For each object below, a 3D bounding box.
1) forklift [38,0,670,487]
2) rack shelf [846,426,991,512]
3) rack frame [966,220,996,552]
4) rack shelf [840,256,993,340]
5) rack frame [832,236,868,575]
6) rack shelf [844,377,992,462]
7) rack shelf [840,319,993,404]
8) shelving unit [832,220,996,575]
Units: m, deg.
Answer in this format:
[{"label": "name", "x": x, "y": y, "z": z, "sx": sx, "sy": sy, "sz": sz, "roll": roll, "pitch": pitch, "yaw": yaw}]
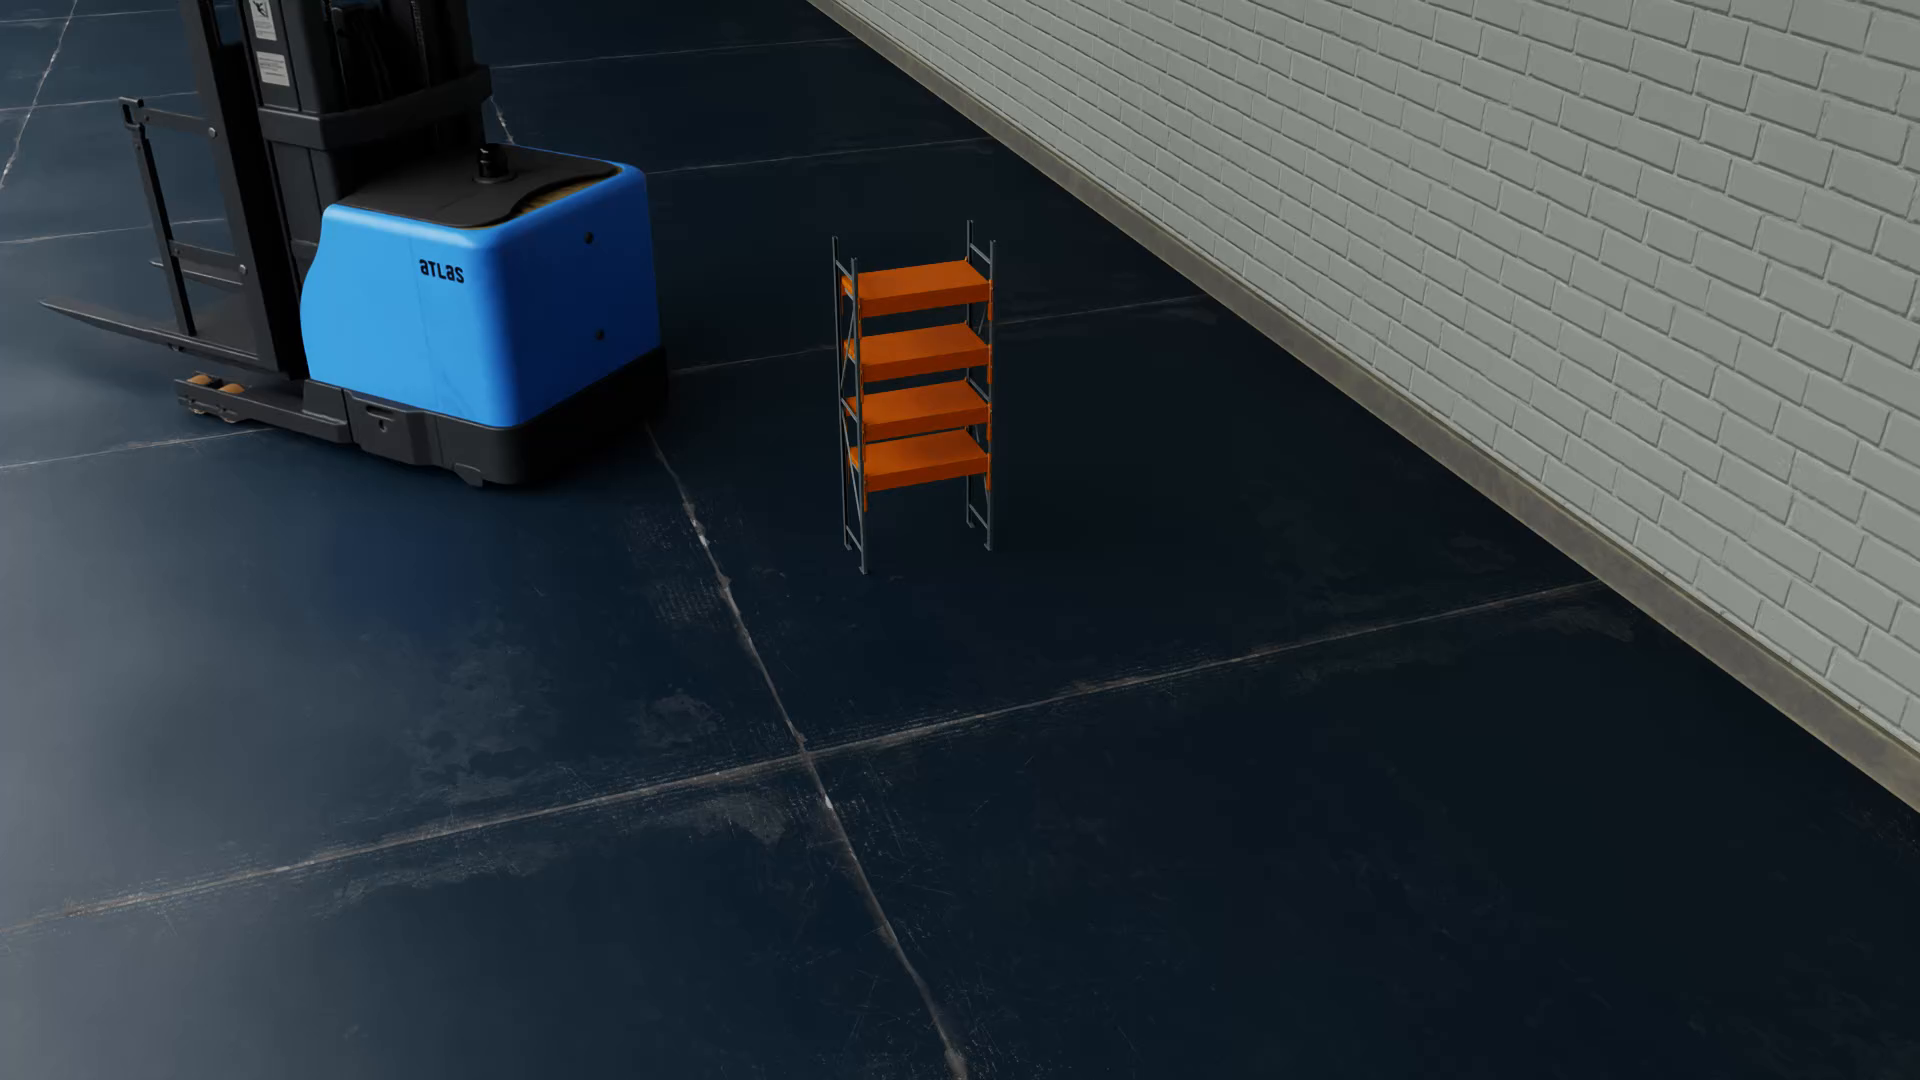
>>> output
[{"label": "forklift", "x": -2.806, "y": -1.988, "z": 6.778, "sx": 3.031, "sy": 2.935, "sz": 1.130, "roll": 15, "pitch": 33, "yaw": 24}, {"label": "rack shelf", "x": -0.155, "y": -0.262, "z": 6.034, "sx": 0.480, "sy": 0.148, "sz": 0.258, "roll": -10, "pitch": 31, "yaw": -18}, {"label": "rack frame", "x": 0.074, "y": -0.535, "z": 5.977, "sx": 0.015, "sy": 1.200, "sz": 0.240, "roll": -10, "pitch": 31, "yaw": -18}, {"label": "rack shelf", "x": -0.155, "y": -0.834, "z": 5.708, "sx": 0.480, "sy": 0.148, "sz": 0.258, "roll": -10, "pitch": 31, "yaw": -18}, {"label": "rack frame", "x": -0.384, "y": -0.451, "z": 5.829, "sx": 0.015, "sy": 1.200, "sz": 0.240, "roll": -10, "pitch": 31, "yaw": -18}, {"label": "rack shelf", "x": -0.155, "y": -0.434, "z": 5.936, "sx": 0.480, "sy": 0.148, "sz": 0.258, "roll": -10, "pitch": 31, "yaw": -18}, {"label": "rack shelf", "x": -0.155, "y": -0.629, "z": 5.825, "sx": 0.480, "sy": 0.148, "sz": 0.258, "roll": -10, "pitch": 31, "yaw": -18}, {"label": "shelving unit", "x": -0.155, "y": -0.493, "z": 5.903, "sx": 0.503, "sy": 1.200, "sz": 0.258, "roll": -10, "pitch": 31, "yaw": -18}]
